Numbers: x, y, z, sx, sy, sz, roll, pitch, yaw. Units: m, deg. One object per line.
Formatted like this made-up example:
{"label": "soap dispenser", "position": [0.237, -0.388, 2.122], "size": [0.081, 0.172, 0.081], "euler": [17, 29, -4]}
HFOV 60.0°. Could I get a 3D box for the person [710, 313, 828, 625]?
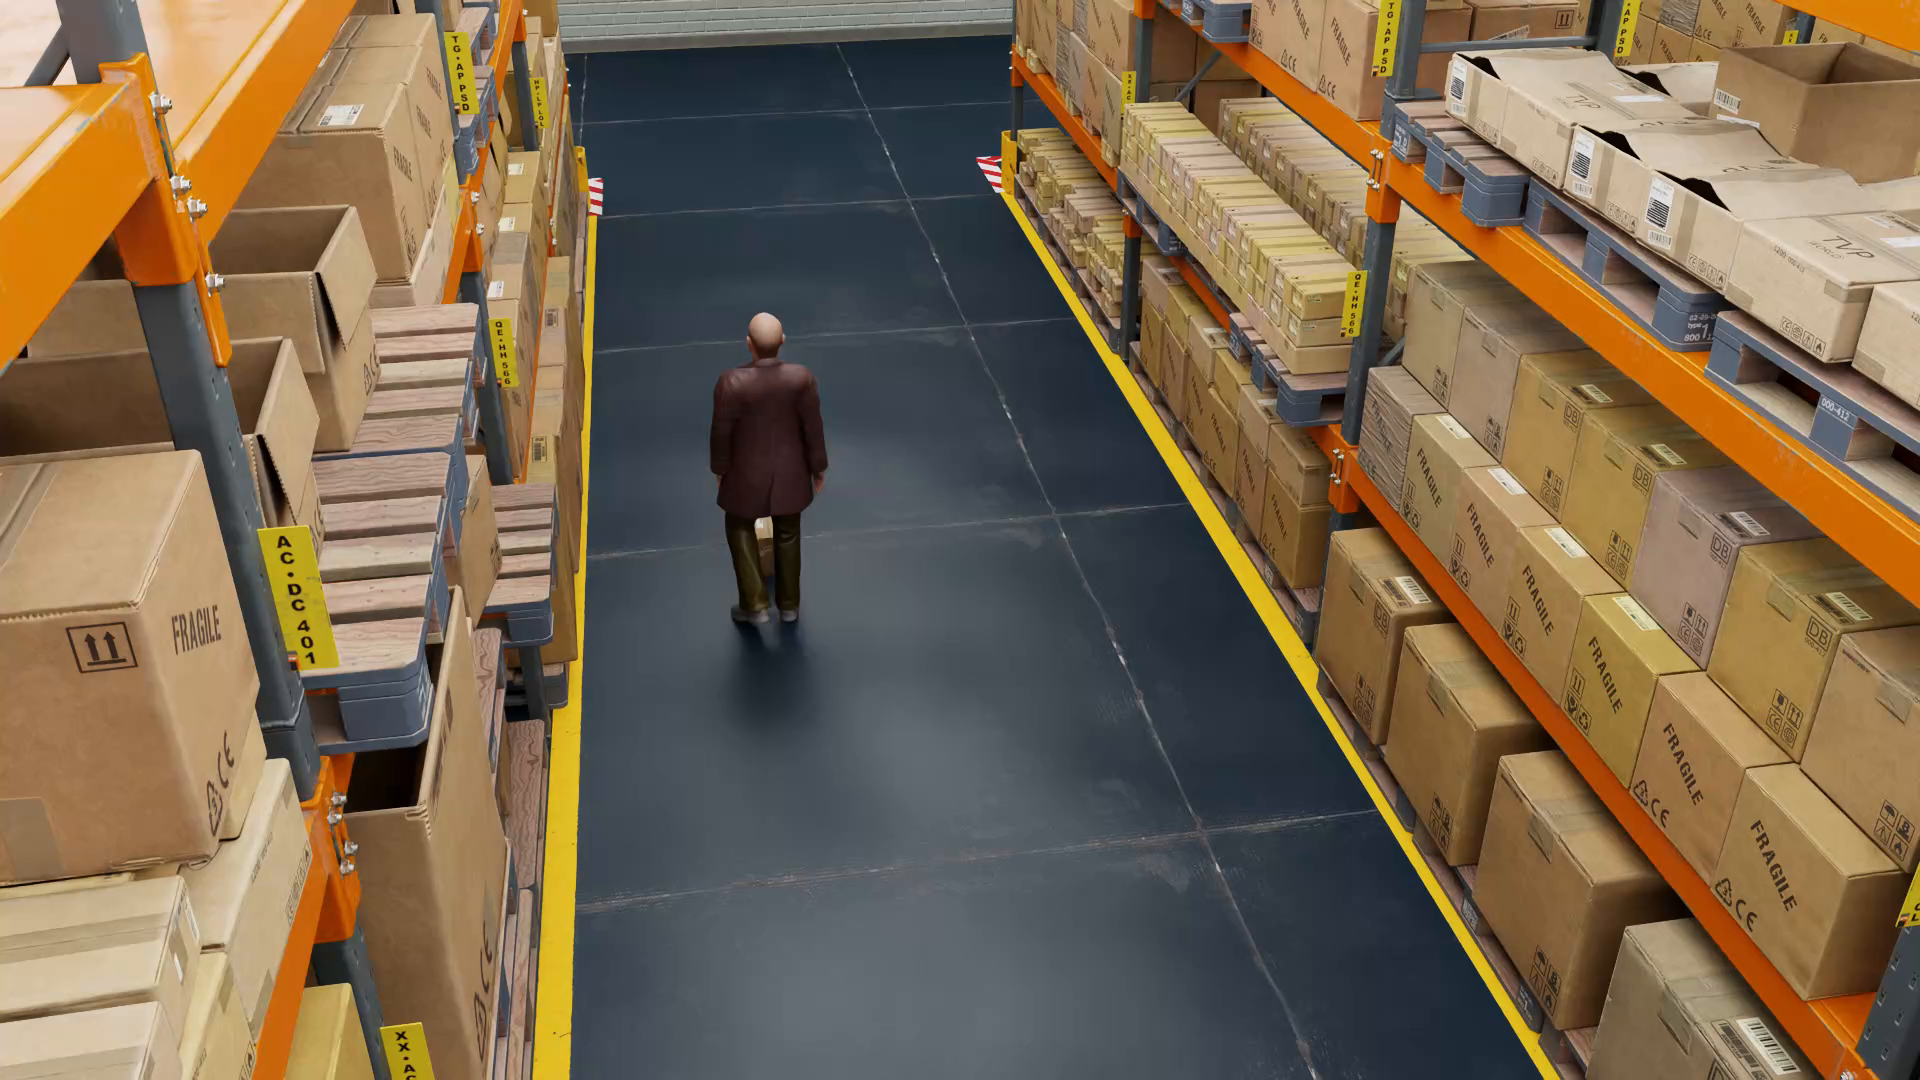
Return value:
{"label": "person", "position": [-0.998, -0.323, 8.773], "size": [0.616, 1.685, 0.494], "euler": [-8, 31, -13]}
